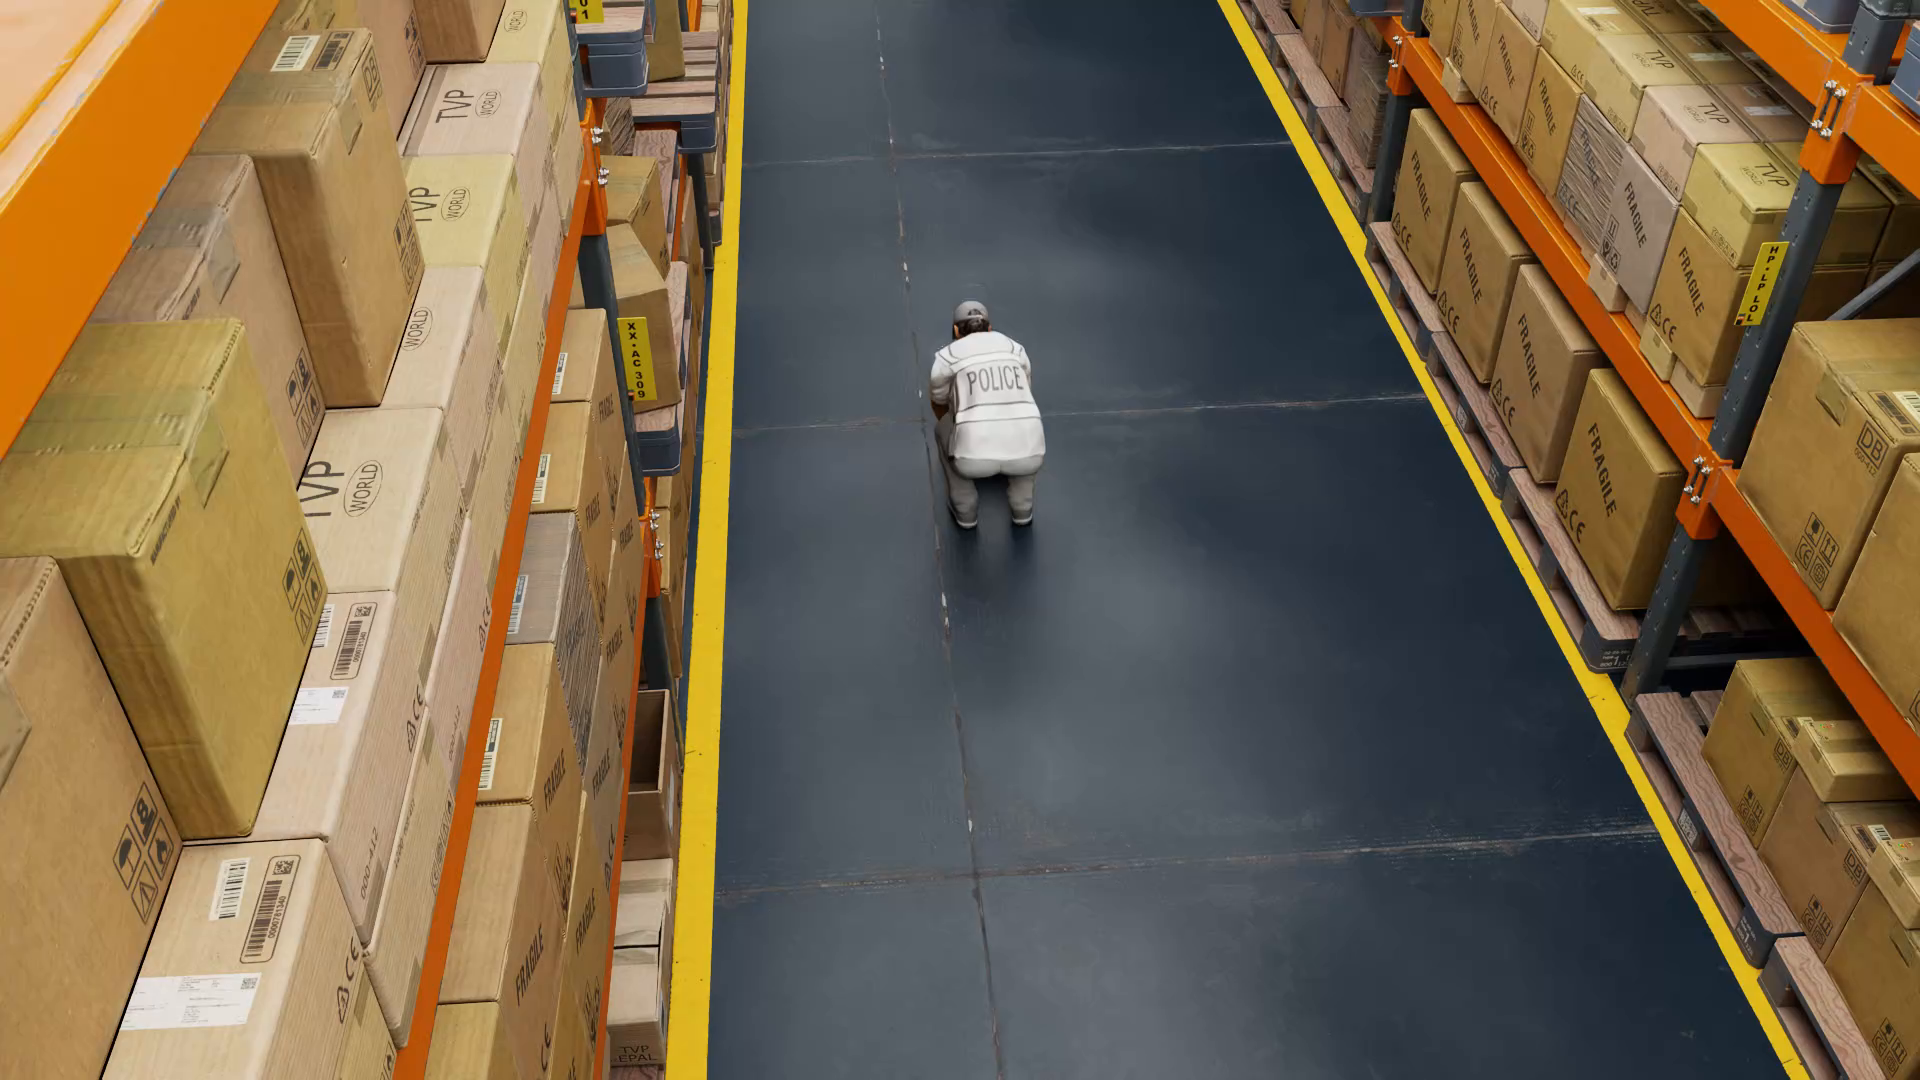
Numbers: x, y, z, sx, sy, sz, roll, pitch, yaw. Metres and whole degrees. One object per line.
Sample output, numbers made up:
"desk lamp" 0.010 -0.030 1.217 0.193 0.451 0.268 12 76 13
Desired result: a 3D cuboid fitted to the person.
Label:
"person" 0.131 -0.710 7.858 0.472 0.999 0.949 -4 40 -5
